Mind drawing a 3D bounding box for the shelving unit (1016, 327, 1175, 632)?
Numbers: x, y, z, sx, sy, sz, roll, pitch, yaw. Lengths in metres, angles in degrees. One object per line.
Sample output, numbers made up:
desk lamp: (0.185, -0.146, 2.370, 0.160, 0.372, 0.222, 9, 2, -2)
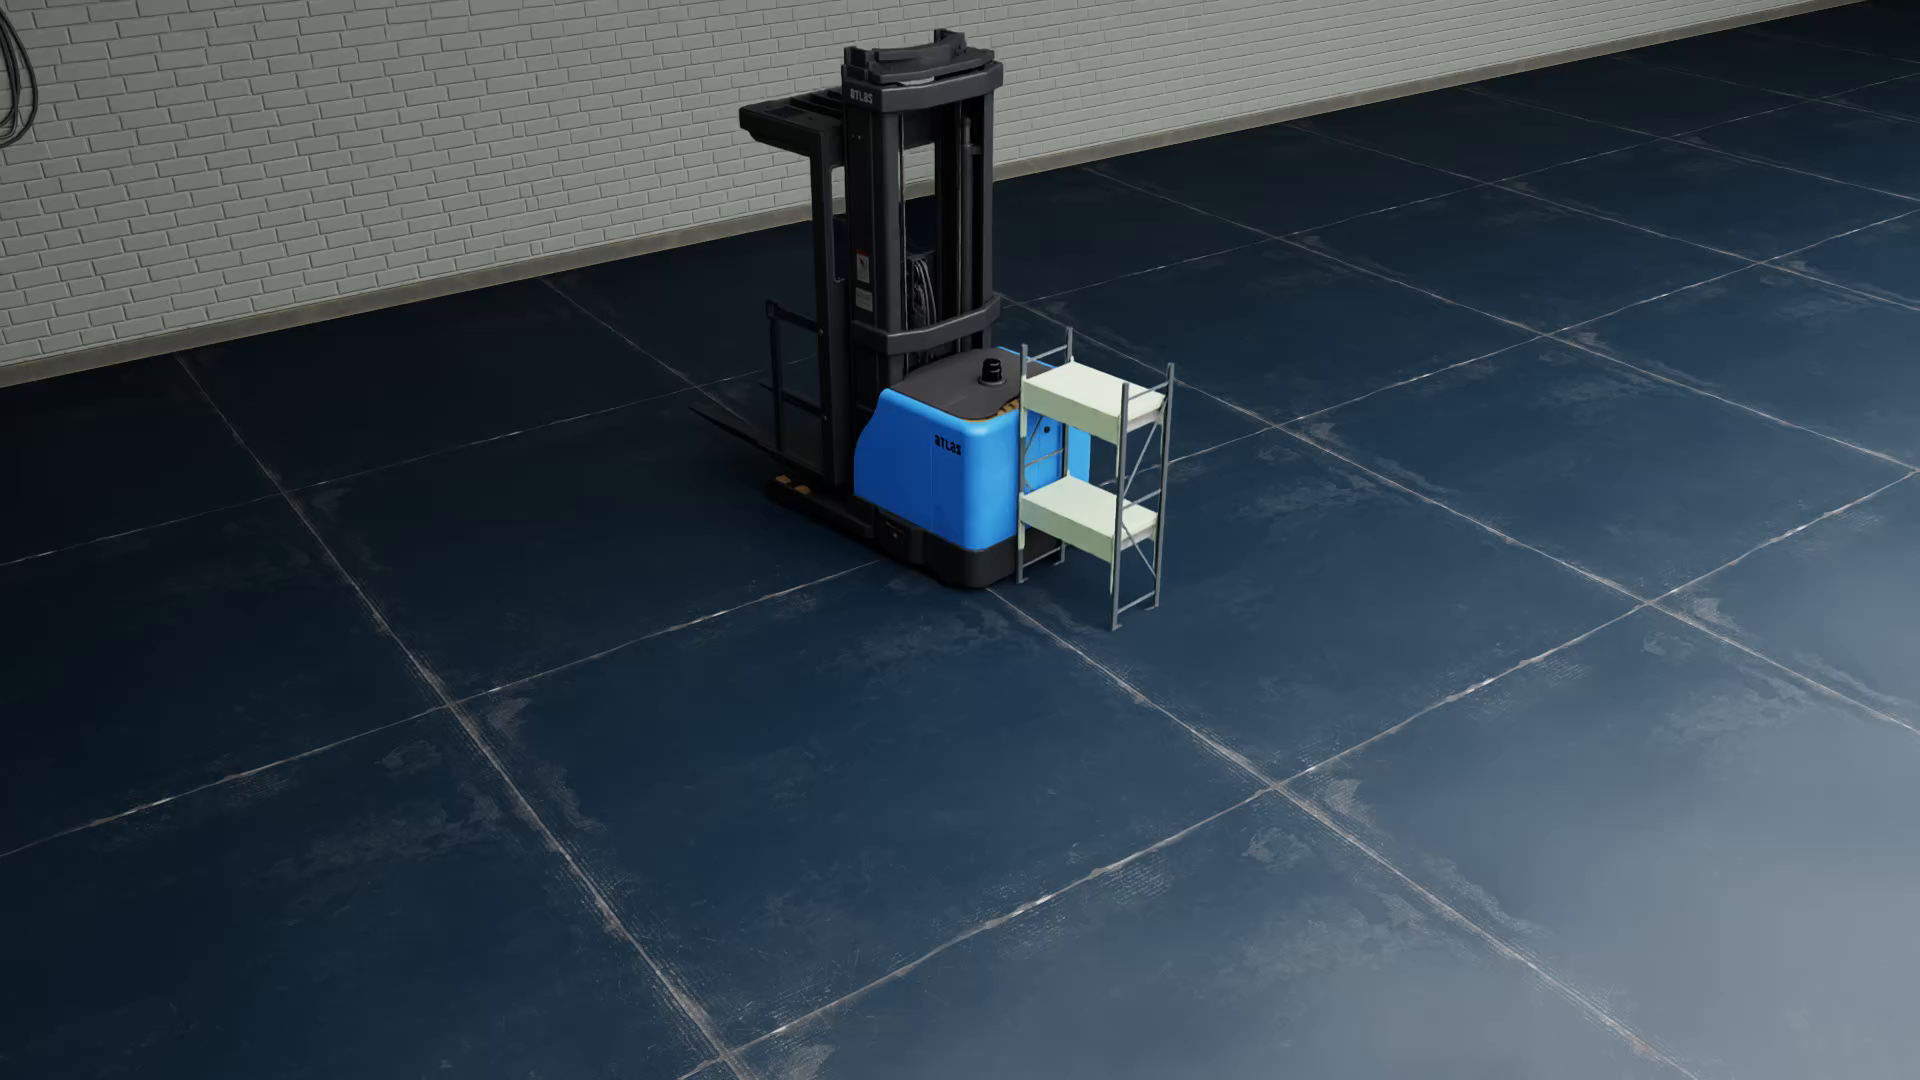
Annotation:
shelving unit: (0.734, -0.341, 9.306, 0.431, 1.500, 0.755, -25, 37, -38)

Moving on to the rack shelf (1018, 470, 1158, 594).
rack shelf: (0.734, -0.055, 9.462, 0.431, 0.370, 0.720, -25, 37, -38)

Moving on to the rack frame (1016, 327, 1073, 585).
rack frame: (0.479, -0.466, 9.537, 0.400, 1.500, 0.023, -25, 37, -38)

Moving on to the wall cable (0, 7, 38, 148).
wall cable: (-7.736, -3.489, 10.499, 3.097, 2.526, 0.112, -19, 34, -31)

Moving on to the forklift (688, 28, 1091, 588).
forklift: (-0.593, -1.621, 10.163, 1.130, 2.935, 3.031, -25, 37, -38)

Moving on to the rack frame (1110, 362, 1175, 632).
rack frame: (0.989, -0.216, 9.076, 0.400, 1.500, 0.023, -25, 37, -38)

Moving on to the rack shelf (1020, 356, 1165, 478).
rack shelf: (0.734, -0.684, 9.120, 0.431, 0.370, 0.720, -25, 37, -38)
